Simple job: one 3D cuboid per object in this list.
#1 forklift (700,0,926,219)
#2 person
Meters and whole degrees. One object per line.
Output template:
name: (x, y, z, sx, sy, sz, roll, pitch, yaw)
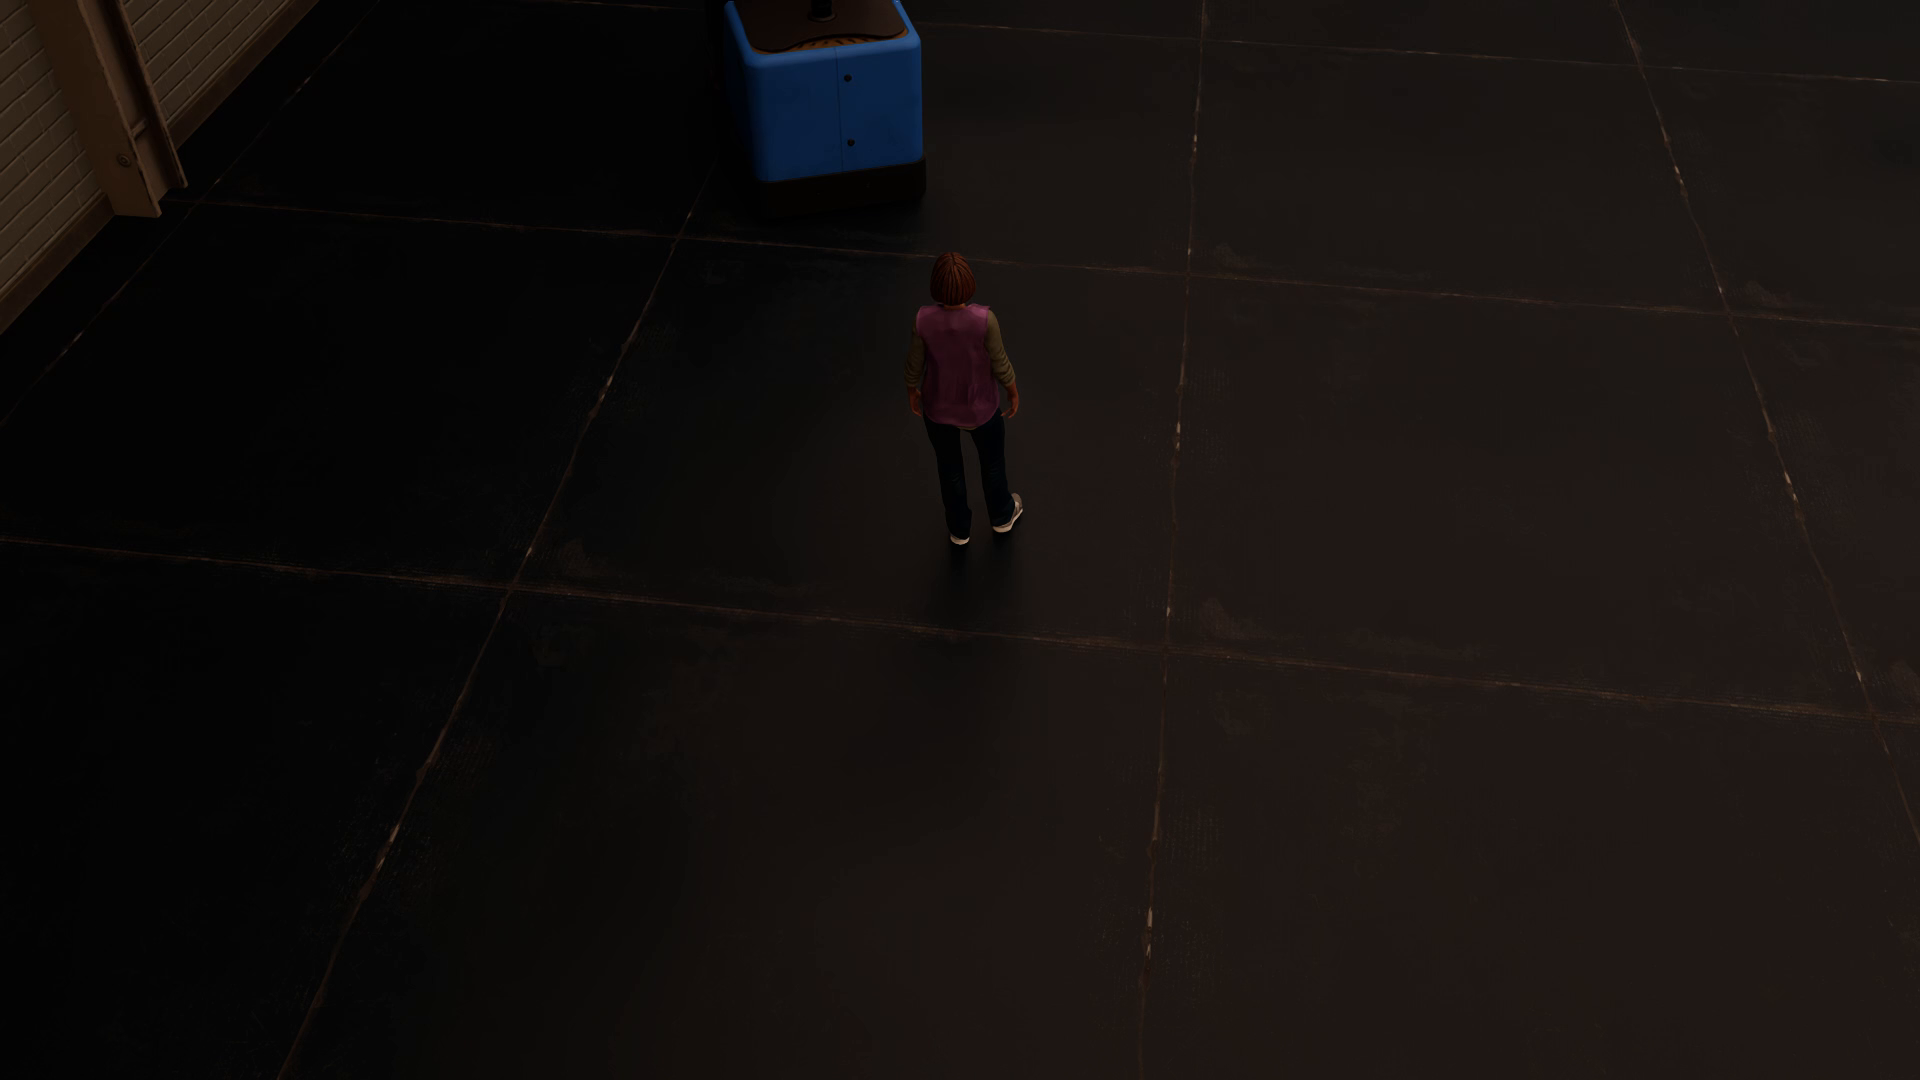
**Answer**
forklift: (-1.083, -3.997, 10.075, 1.130, 2.935, 3.031, -10, 44, -11)
person: (0.024, -0.643, 7.399, 0.520, 1.599, 0.473, 5, 43, 6)
